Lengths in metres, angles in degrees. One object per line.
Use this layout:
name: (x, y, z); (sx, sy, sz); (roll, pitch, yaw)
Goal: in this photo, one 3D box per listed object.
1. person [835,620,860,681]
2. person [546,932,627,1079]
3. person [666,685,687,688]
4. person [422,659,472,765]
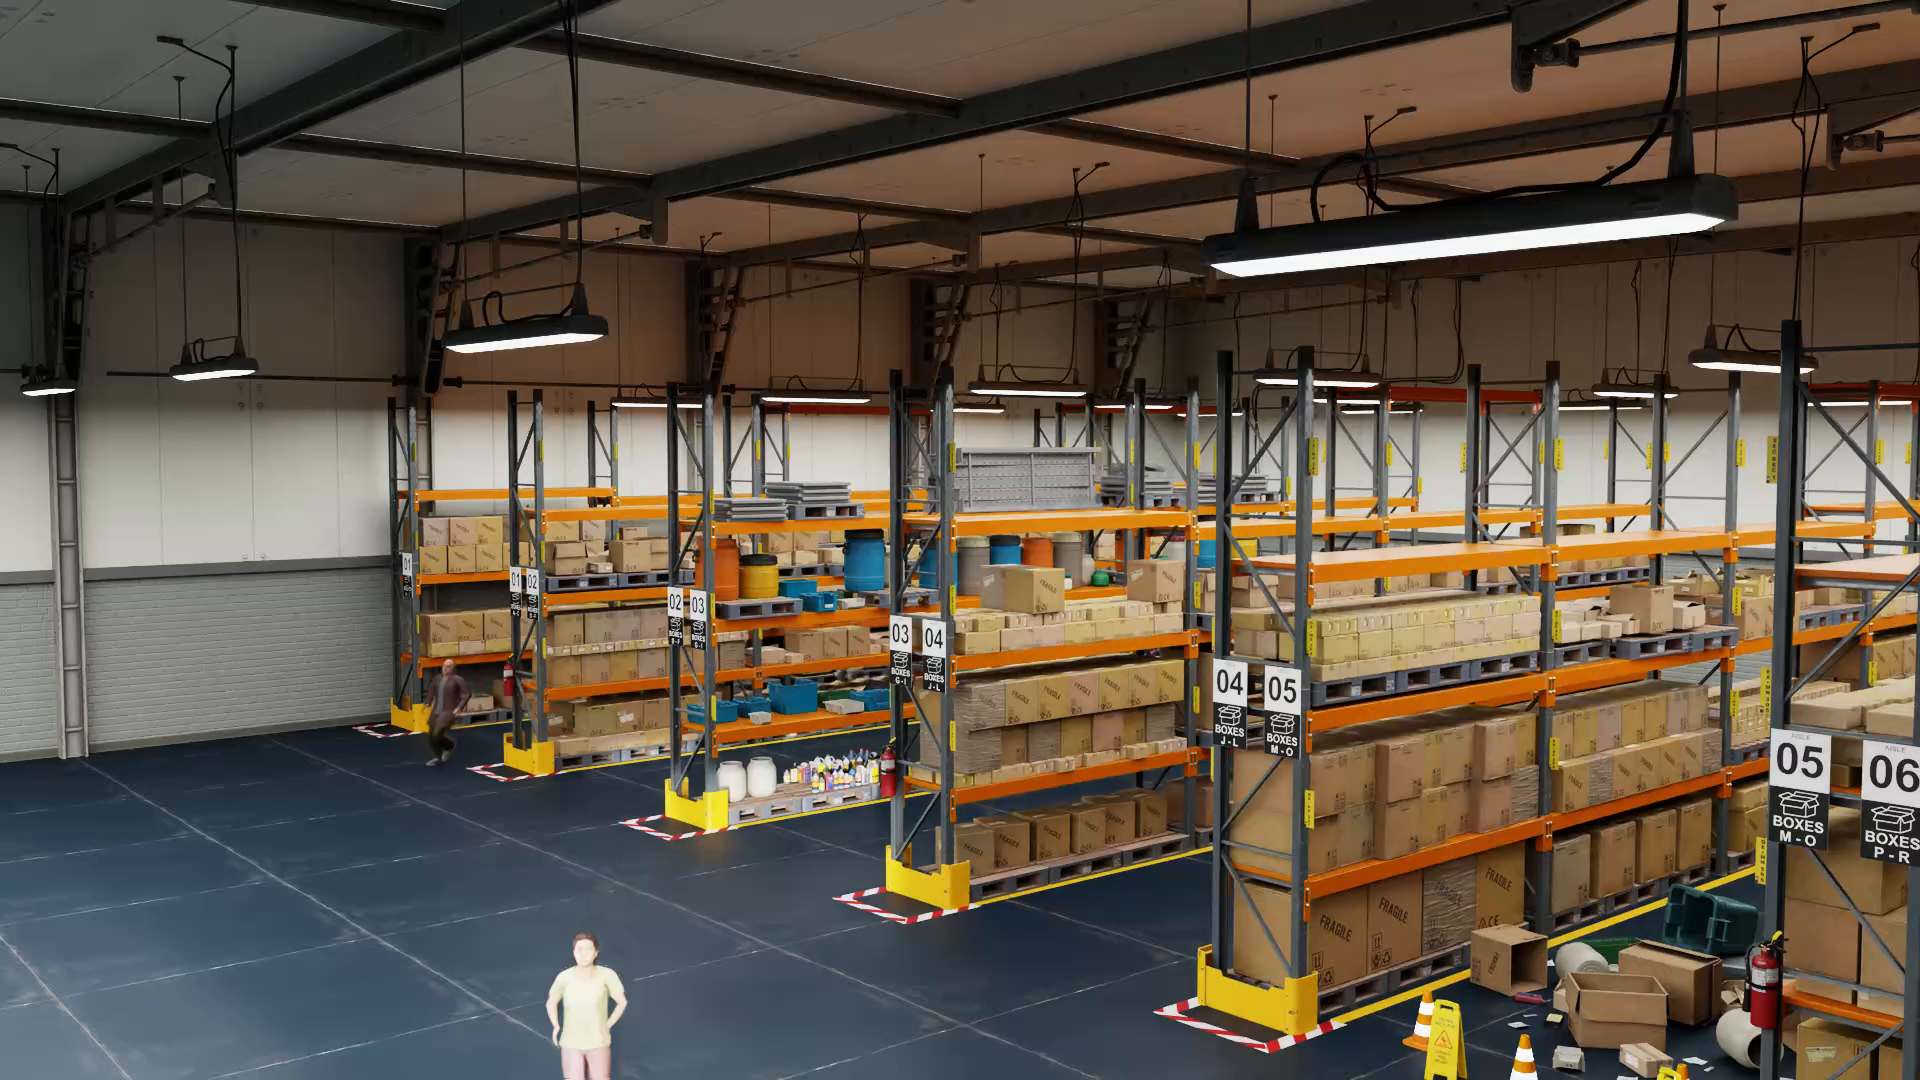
person: (-2.207, 2.357, 32.974); (0.680, 1.750, 0.696); (3, 4, 37)
person: (-2.714, 3.644, 12.066); (0.580, 1.620, 0.625); (0, 3, -5)
person: (-5.174, 2.559, 30.459); (0.546, 1.766, 0.741); (3, 5, 43)
person: (-8.233, 2.763, 26.575); (0.770, 1.717, 0.561); (2, 4, 26)
